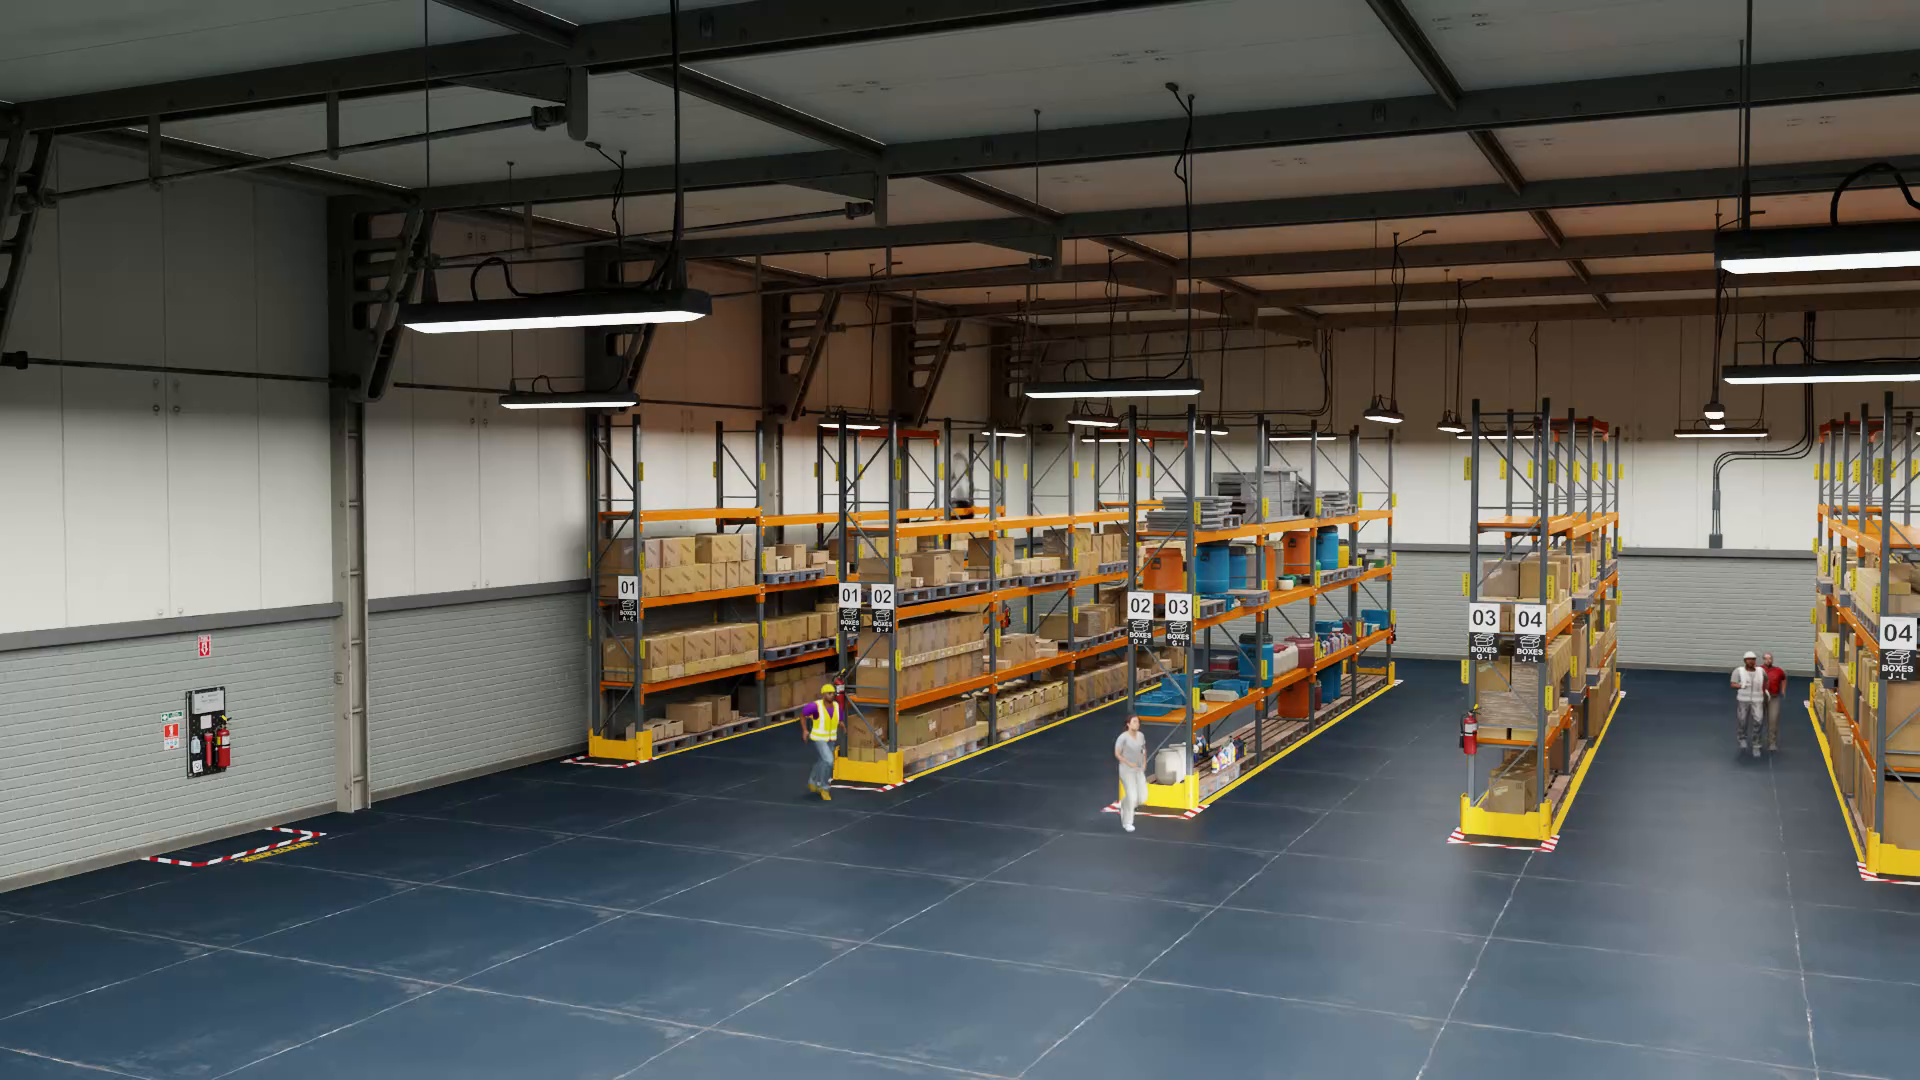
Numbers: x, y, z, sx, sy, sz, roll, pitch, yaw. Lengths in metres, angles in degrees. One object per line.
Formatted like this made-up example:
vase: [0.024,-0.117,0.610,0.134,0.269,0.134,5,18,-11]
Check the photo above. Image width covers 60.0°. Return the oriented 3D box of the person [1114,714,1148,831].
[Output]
person: [2.408,3.238,23.292,0.598,1.630,0.605,-2,3,-33]

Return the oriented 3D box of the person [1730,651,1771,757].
person: [14.000,2.896,29.459,0.662,1.845,0.790,1,2,20]

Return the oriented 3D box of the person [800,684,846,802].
person: [-2.078,3.090,25.497,0.610,1.792,0.870,-2,3,-44]

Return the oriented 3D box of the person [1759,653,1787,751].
person: [14.605,2.899,30.079,0.674,1.701,0.947,1,2,20]
